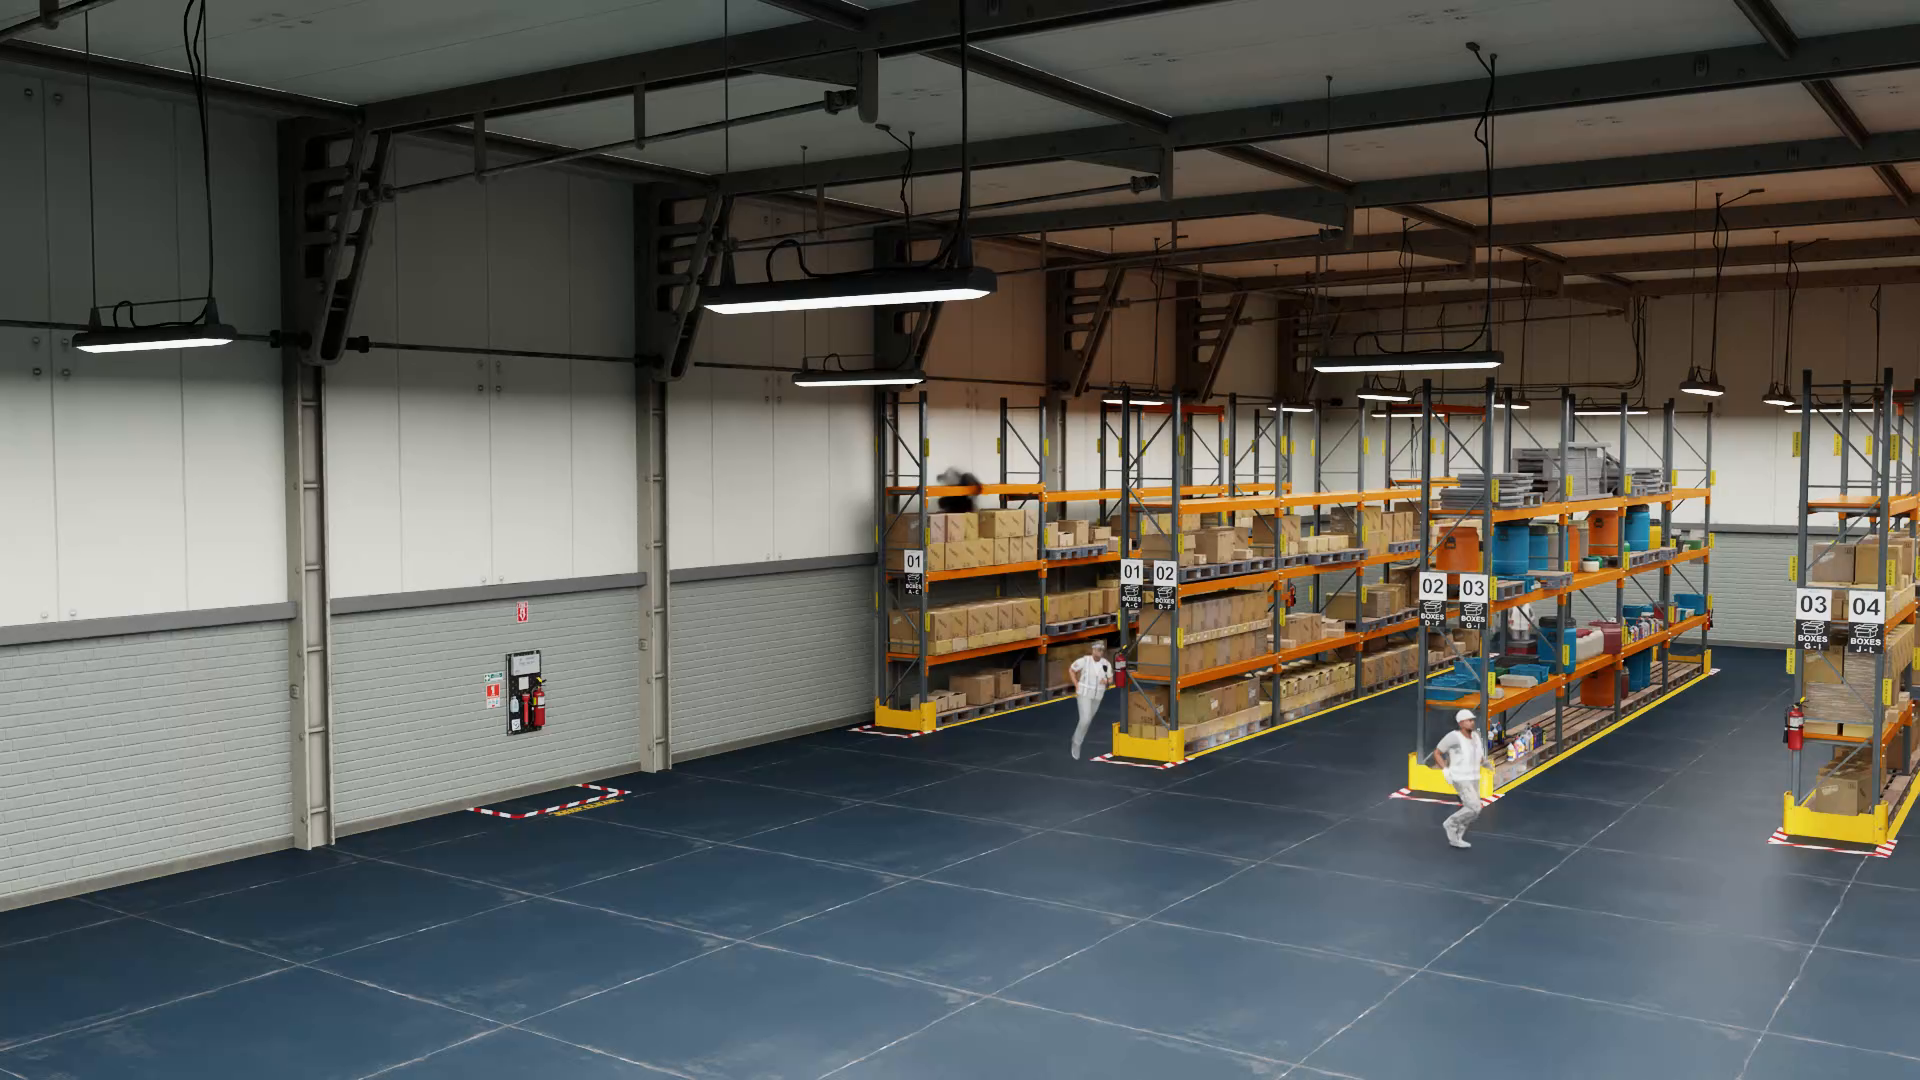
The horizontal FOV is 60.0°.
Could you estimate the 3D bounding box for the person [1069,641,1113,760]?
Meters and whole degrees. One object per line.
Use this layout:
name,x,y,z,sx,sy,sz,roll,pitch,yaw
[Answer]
person,2.016,2.460,25.841,0.736,1.815,0.660,-1,3,-23

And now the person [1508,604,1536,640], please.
person,12.786,2.031,37.931,0.652,1.723,0.593,1,3,18

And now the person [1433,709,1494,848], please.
person,6.317,2.978,20.665,0.679,1.738,0.603,-2,4,-37

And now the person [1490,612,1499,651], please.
person,12.907,1.893,40.845,0.750,1.700,0.554,-3,4,-44
